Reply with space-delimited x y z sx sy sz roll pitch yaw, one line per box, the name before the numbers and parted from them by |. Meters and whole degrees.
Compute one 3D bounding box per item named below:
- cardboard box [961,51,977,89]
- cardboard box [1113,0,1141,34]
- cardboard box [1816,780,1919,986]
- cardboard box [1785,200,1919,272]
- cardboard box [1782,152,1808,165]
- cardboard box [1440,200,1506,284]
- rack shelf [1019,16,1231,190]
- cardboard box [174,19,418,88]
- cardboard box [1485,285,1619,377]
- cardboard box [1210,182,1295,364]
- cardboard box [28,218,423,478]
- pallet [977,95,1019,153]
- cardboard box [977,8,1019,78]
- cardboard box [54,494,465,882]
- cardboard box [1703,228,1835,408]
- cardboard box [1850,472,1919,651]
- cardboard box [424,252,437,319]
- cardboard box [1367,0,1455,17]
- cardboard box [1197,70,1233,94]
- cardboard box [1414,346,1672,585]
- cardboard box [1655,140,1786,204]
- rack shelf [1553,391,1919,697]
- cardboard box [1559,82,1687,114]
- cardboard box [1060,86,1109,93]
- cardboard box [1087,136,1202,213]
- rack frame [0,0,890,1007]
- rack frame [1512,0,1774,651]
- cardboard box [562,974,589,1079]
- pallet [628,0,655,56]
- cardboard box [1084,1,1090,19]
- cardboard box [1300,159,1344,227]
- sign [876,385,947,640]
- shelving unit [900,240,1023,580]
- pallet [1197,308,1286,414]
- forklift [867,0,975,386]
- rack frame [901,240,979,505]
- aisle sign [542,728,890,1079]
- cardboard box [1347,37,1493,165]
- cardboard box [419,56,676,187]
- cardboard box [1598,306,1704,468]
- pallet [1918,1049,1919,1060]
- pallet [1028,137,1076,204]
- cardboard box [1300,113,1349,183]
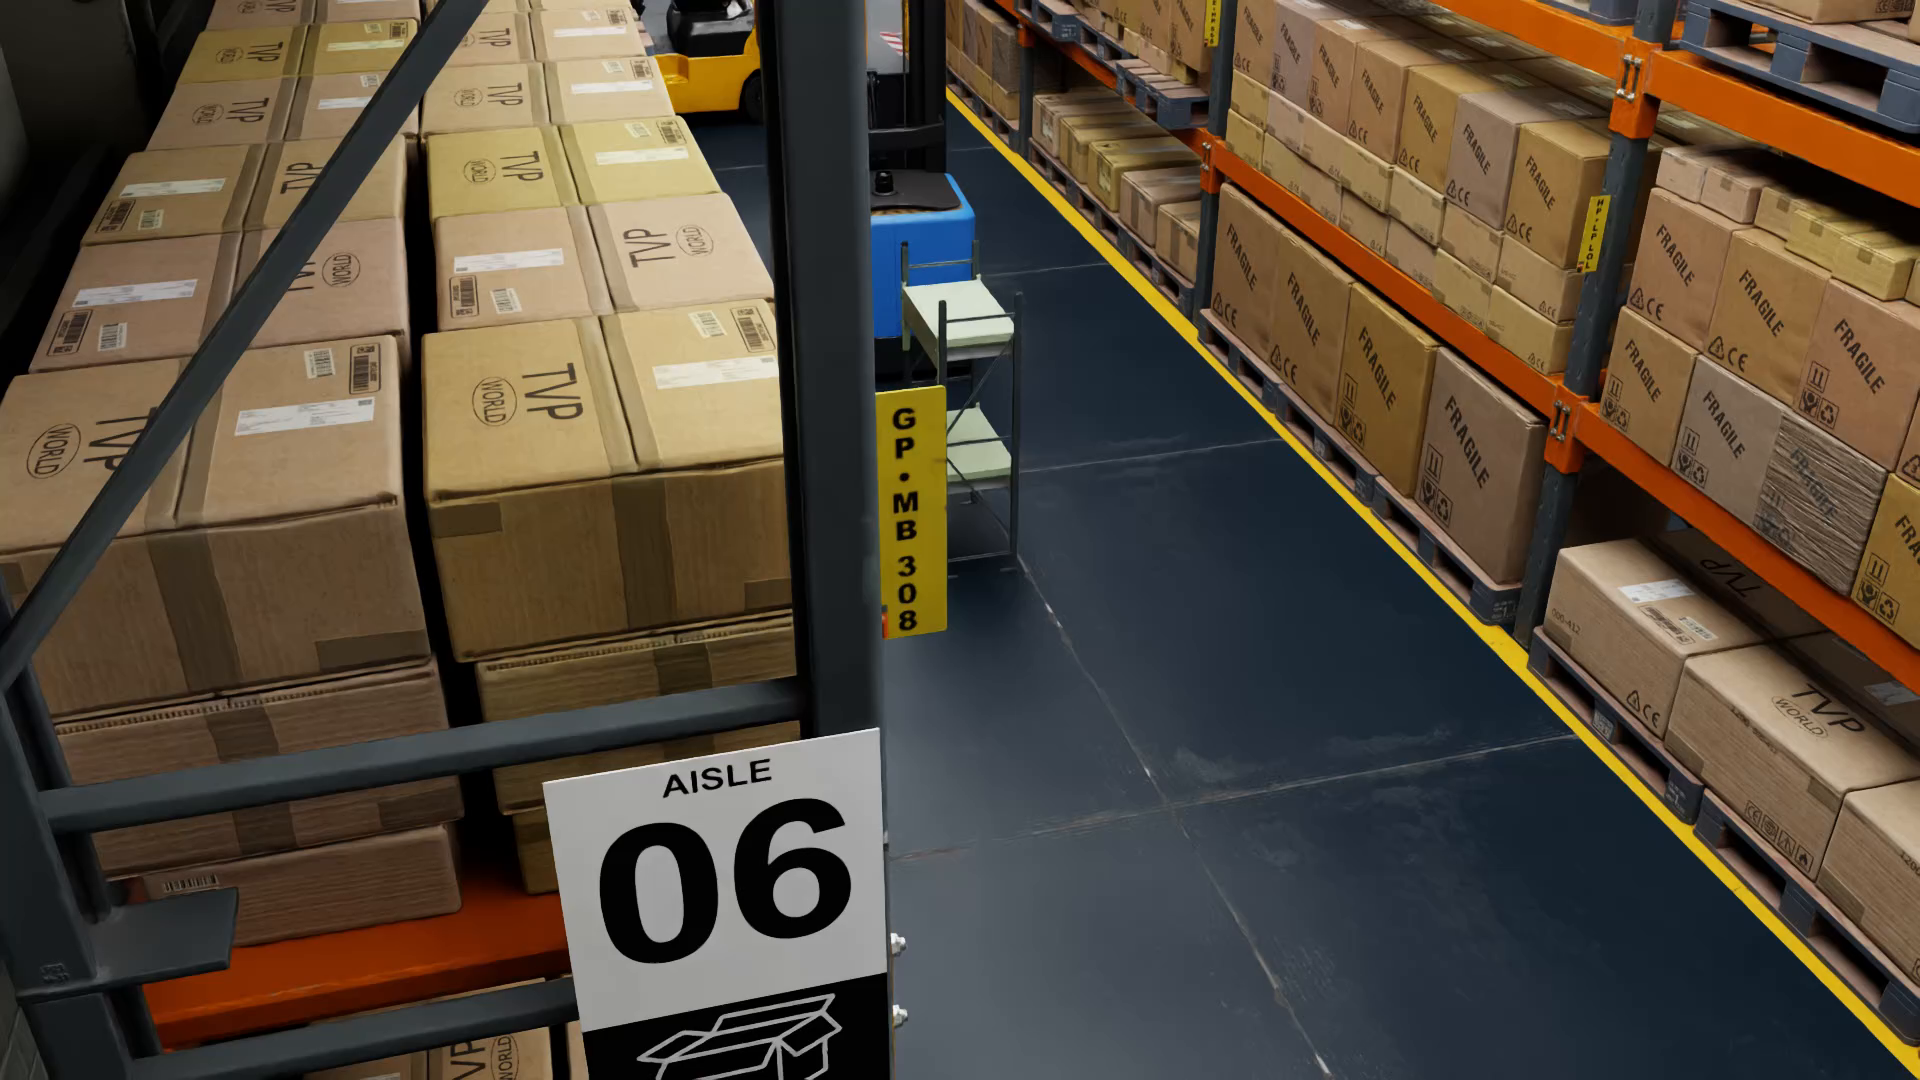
cardboard box | 0.315 -4.478 15.818 0.500 0.250 0.500 -7 31 -13
cardboard box | 1.402 -3.831 11.558 0.500 0.500 0.500 -10 32 -17
cardboard box | 3.675 1.242 5.748 0.875 0.438 0.875 -7 31 -12
cardboard box | 3.168 -1.072 5.863 0.380 0.149 0.250 -8 31 -14
cardboard box | 3.524 -1.521 6.638 0.380 0.149 0.250 -8 31 -14
cardboard box | 2.644 -1.443 7.899 0.500 0.250 0.500 -7 31 -12
rack shelf | 1.543 -3.457 12.446 1.077 0.370 4.000 -8 31 -13
cardboard box | -1.505 -1.017 3.872 0.500 0.250 0.500 -8 31 -14
cardboard box | 2.773 -0.989 7.613 0.500 0.250 0.500 -9 31 -14
cardboard box | 2.177 -1.720 10.429 0.875 0.875 0.875 -8 31 -14
cardboard box | -1.112 -0.284 2.606 0.500 0.250 0.500 -9 31 -15
pallet | 0.800 -3.847 15.186 1.003 0.211 1.213 -8 31 -13
cardboard box | 0.460 -4.546 15.187 0.500 0.500 0.500 -7 31 -12
cardboard box | -0.968 0.183 2.299 0.500 0.250 0.500 -8 31 -14
cardboard box | 3.156 -0.839 6.108 0.500 0.500 0.500 -8 31 -14
cardboard box | 3.400 0.081 5.516 0.500 0.500 0.500 -7 31 -12
cardboard box | -1.384 -0.555 3.572 0.500 0.250 0.500 -7 31 -12
cardboard box | 2.607 -2.817 9.524 0.500 0.500 0.500 -7 31 -12
cardboard box | 1.760 -3.002 10.774 0.380 0.149 0.250 -7 31 -11
cardboard box | 2.894 -0.421 8.186 0.875 0.875 0.875 -7 31 -12
cardboard box | 2.969 -1.440 6.498 0.380 0.149 0.250 -8 31 -14
rack shelf | 3.666 0.407 5.771 1.077 0.370 4.000 -8 31 -13
cardboard box | 3.134 -1.839 7.835 0.500 0.500 0.500 -8 31 -14
cardboard box | 1.116 -4.047 15.073 0.500 0.250 0.500 -9 31 -16
cardboard box | 1.534 -2.843 12.872 0.950 0.372 0.625 -7 31 -12
rack frame | -0.587 -0.873 1.276 1.000 3.000 0.127 -8 31 -13
rack frame | 3.135 -0.870 7.259 1.000 3.000 0.127 -8 31 -13
cardboard box | -0.582 1.161 3.603 0.500 0.250 0.500 -8 31 -13
pallet | -1.755 -1.750 5.972 1.213 0.211 1.003 -8 31 -13
cardboard box | 1.153 -4.000 12.499 0.380 0.149 0.250 -8 31 -13
cardboard box | 2.248 -1.968 9.305 0.500 0.250 0.500 -7 31 -12
sign | -0.064 -0.025 1.933 0.100 0.325 0.005 -8 31 -13
shelving unit | -0.002 -0.652 8.380 0.431 1.500 0.755 -8 31 -13
pallet | 2.210 -1.205 10.621 1.003 0.211 1.213 -8 31 -13
forklift | 8.606 -2.679 10.248 19.036 3.140 8.227 -6 31 -10
rack frame | -0.099 -0.829 8.685 0.400 1.500 0.023 -8 31 -13
aisle sign | -0.286 0.592 2.138 0.394 0.787 0.004 -8 31 -13
cardboard box | 2.363 -2.273 8.585 0.500 0.500 0.500 -7 31 -12
cardboard box | -0.872 -0.837 3.561 0.500 0.250 0.500 -7 31 -12
cardboard box | 3.008 -0.652 6.783 0.500 0.500 0.500 -7 31 -12
pallet | 3.910 1.893 5.270 1.003 0.211 1.213 -8 31 -13
pallet | 1.220 -3.152 13.984 1.003 0.211 1.213 -8 31 -13
cardboard box | 2.227 -2.184 9.180 0.500 0.250 0.500 -8 31 -13
